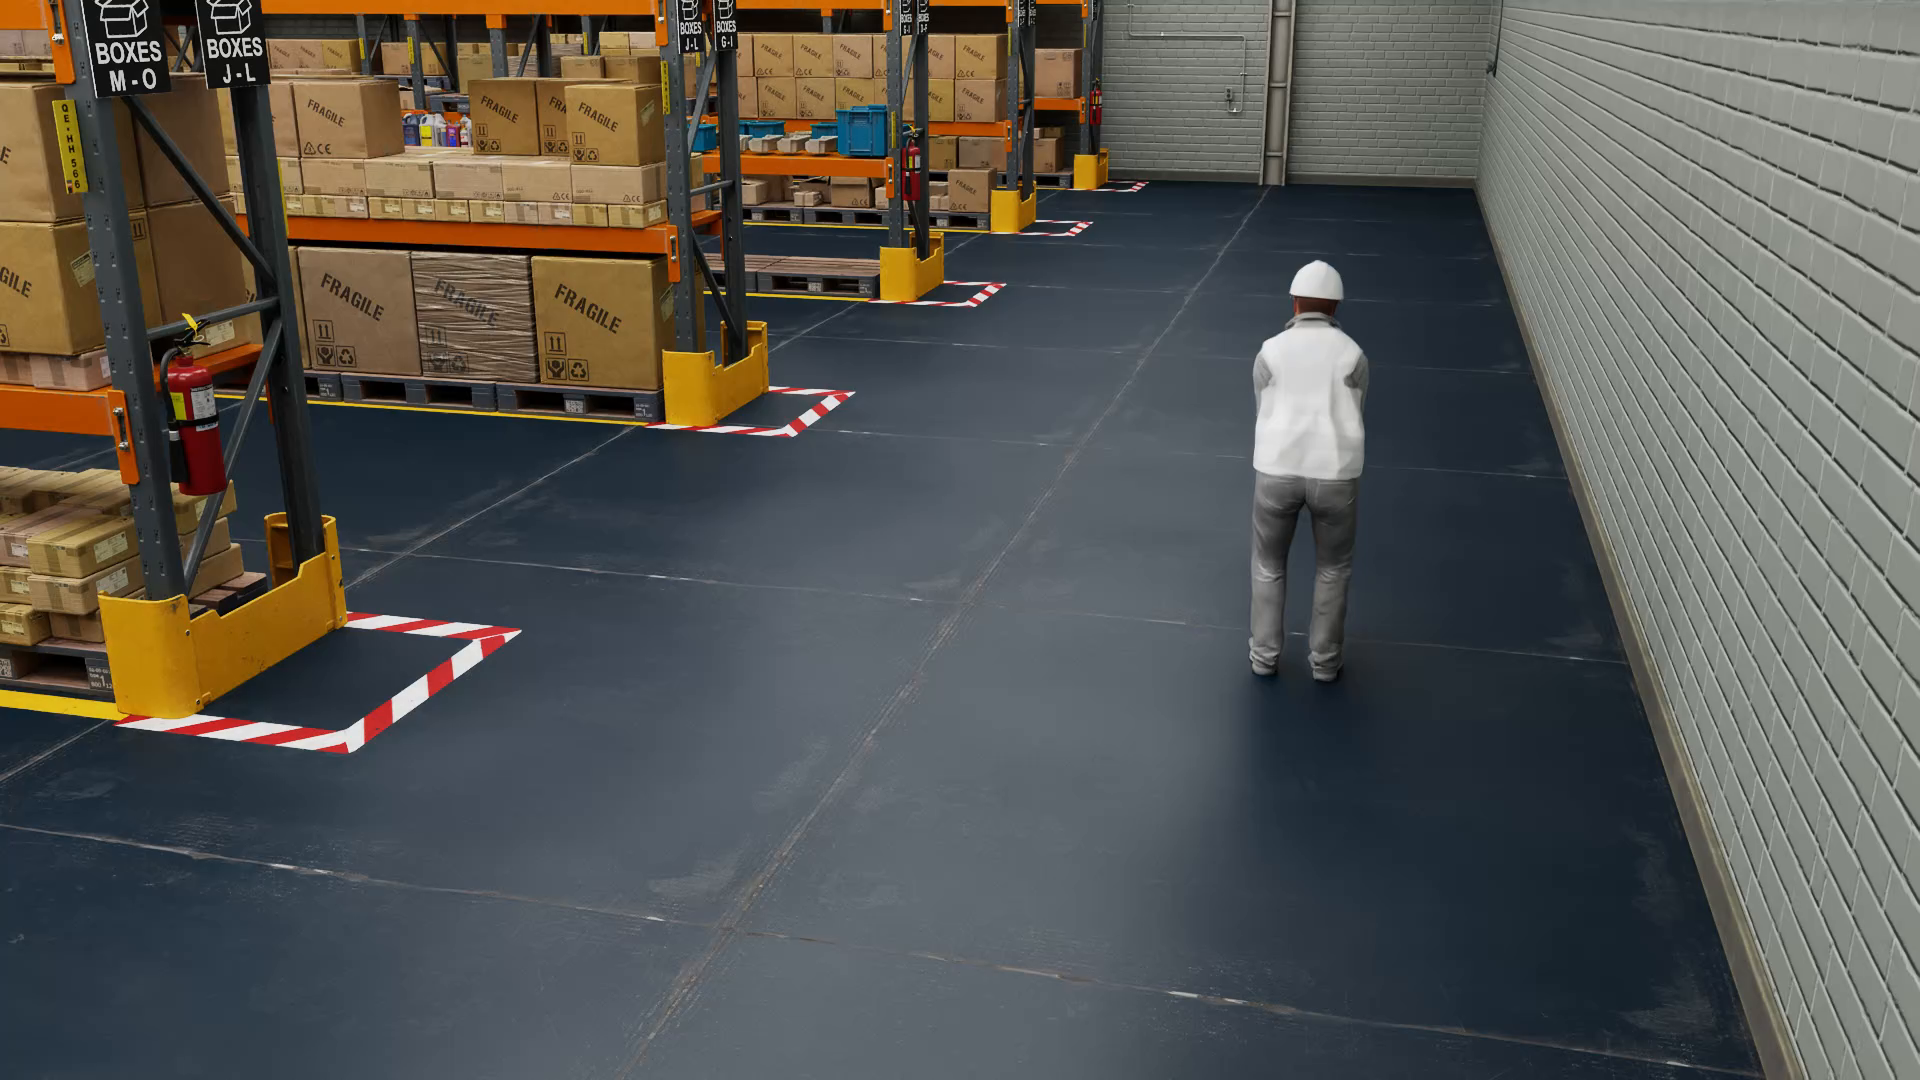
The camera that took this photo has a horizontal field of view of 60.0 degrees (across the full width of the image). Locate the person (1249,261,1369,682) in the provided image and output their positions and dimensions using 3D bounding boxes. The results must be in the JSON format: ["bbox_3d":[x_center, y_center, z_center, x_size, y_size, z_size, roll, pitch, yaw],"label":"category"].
[{"bbox_3d":[1.448,-0.290,6.991,0.476,1.722,0.615,4,19,13],"label":"person"}]
